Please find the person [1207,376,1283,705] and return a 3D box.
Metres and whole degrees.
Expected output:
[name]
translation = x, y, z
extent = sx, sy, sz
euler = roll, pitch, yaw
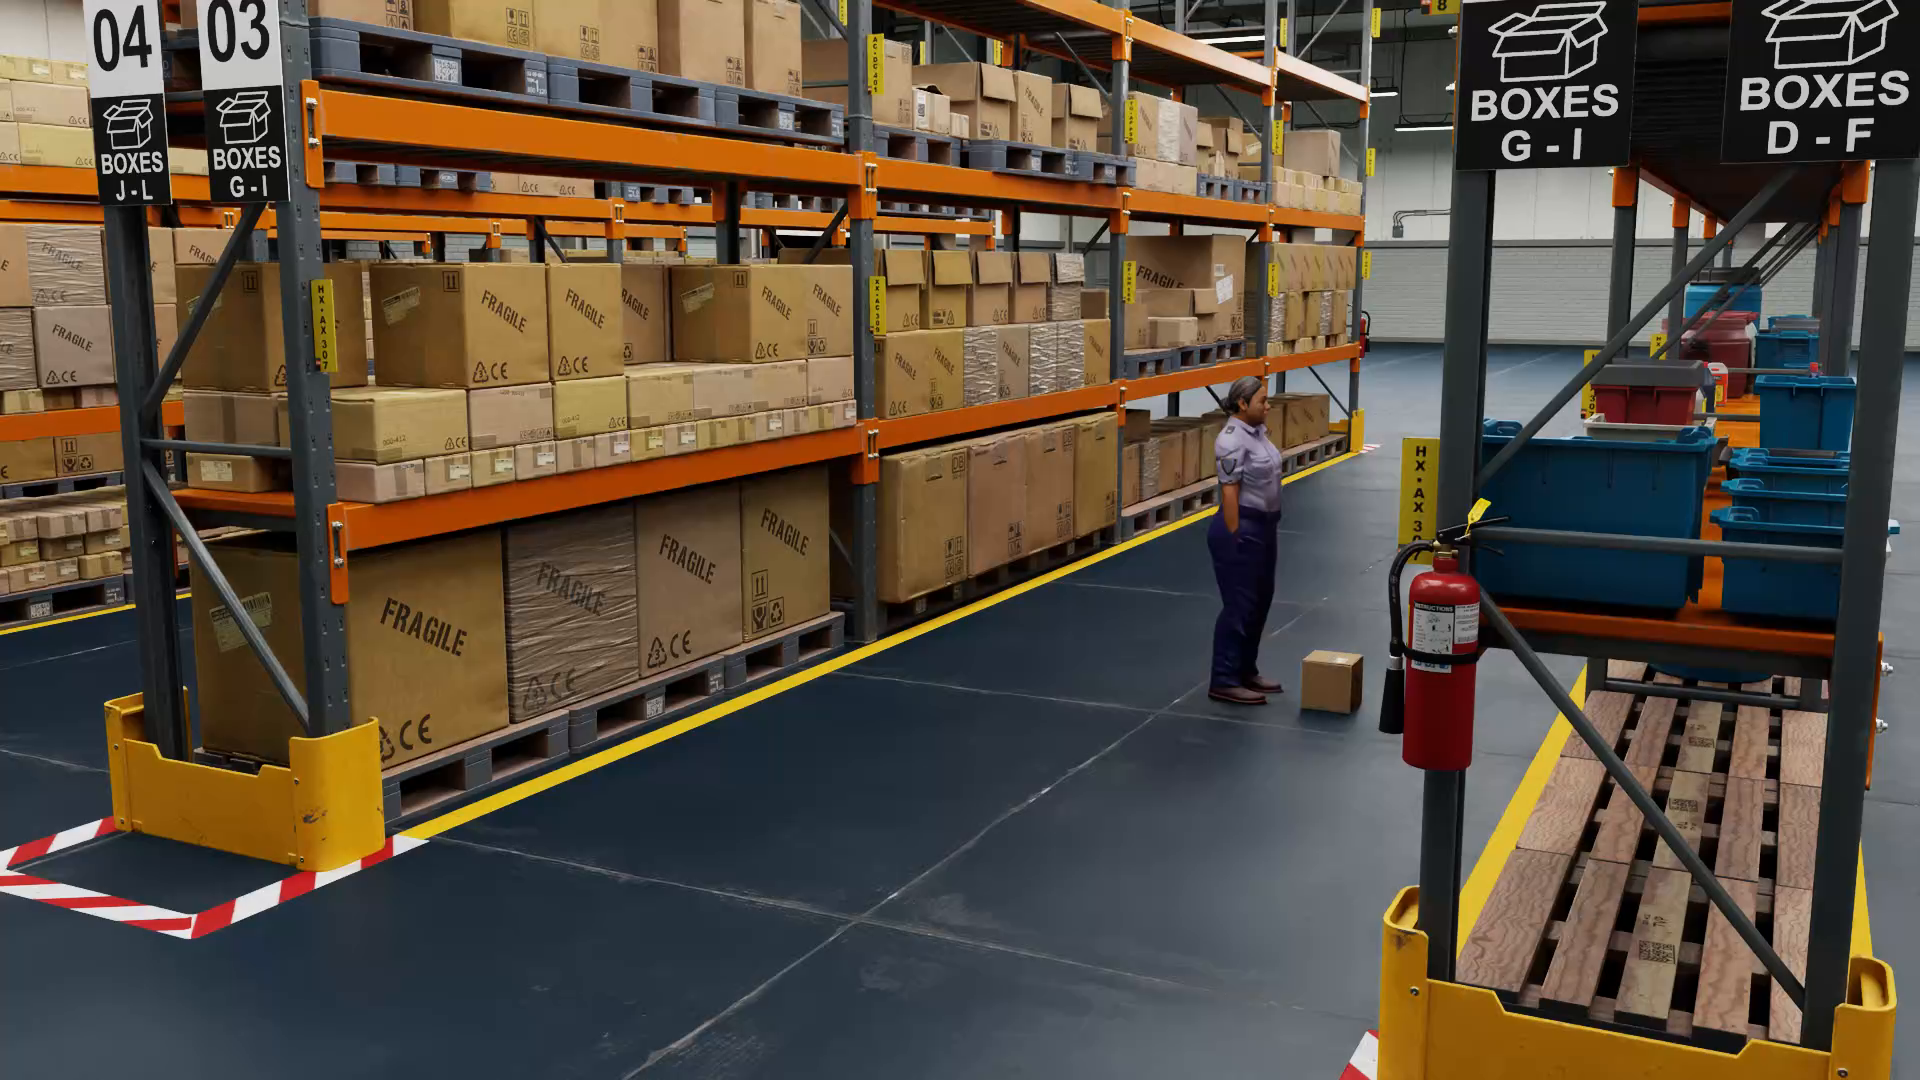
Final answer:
[person]
translation = 1.464, -0.009, 8.483
extent = 0.343, 1.651, 0.467
euler = 5, 10, 28
